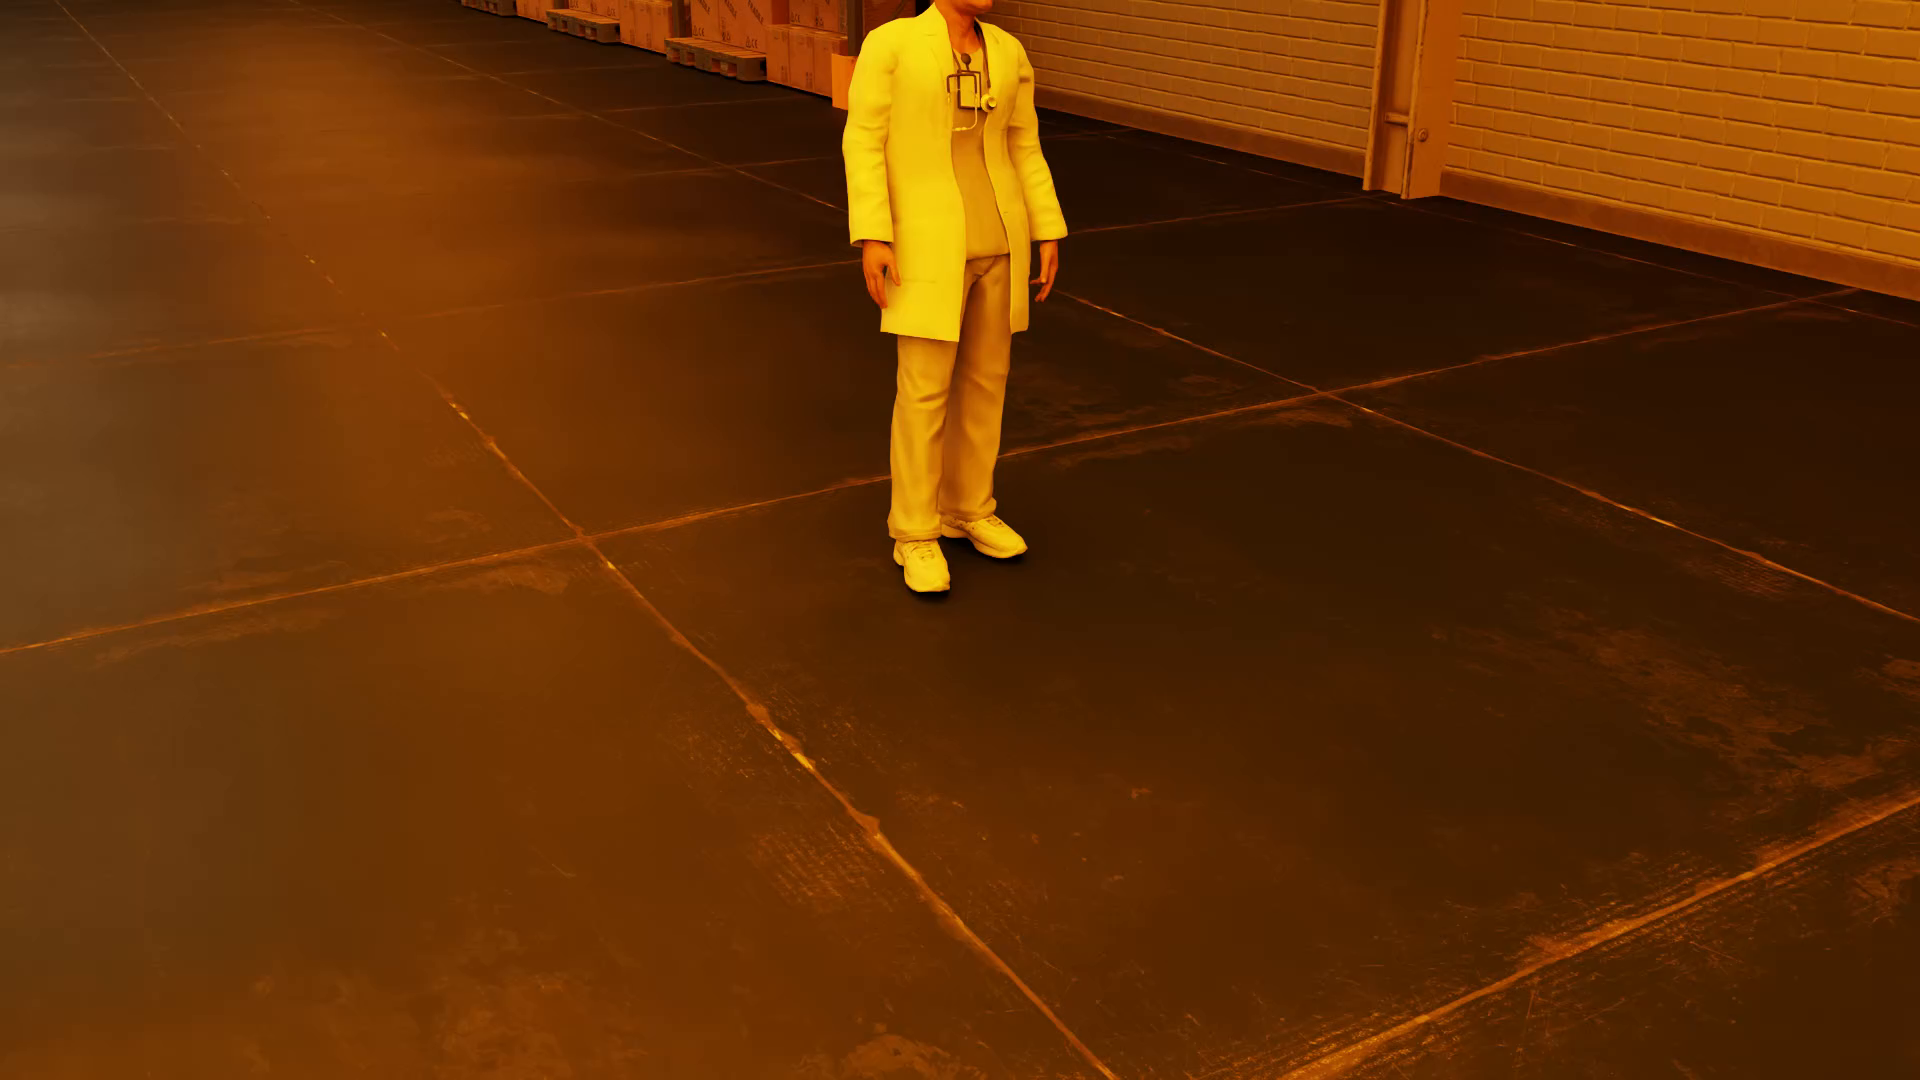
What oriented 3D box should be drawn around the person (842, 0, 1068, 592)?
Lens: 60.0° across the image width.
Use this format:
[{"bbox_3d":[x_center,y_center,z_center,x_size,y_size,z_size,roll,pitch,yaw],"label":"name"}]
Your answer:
[{"bbox_3d":[0.041,-0.799,4.720,0.696,1.776,0.581,-12,25,-28],"label":"person"}]
